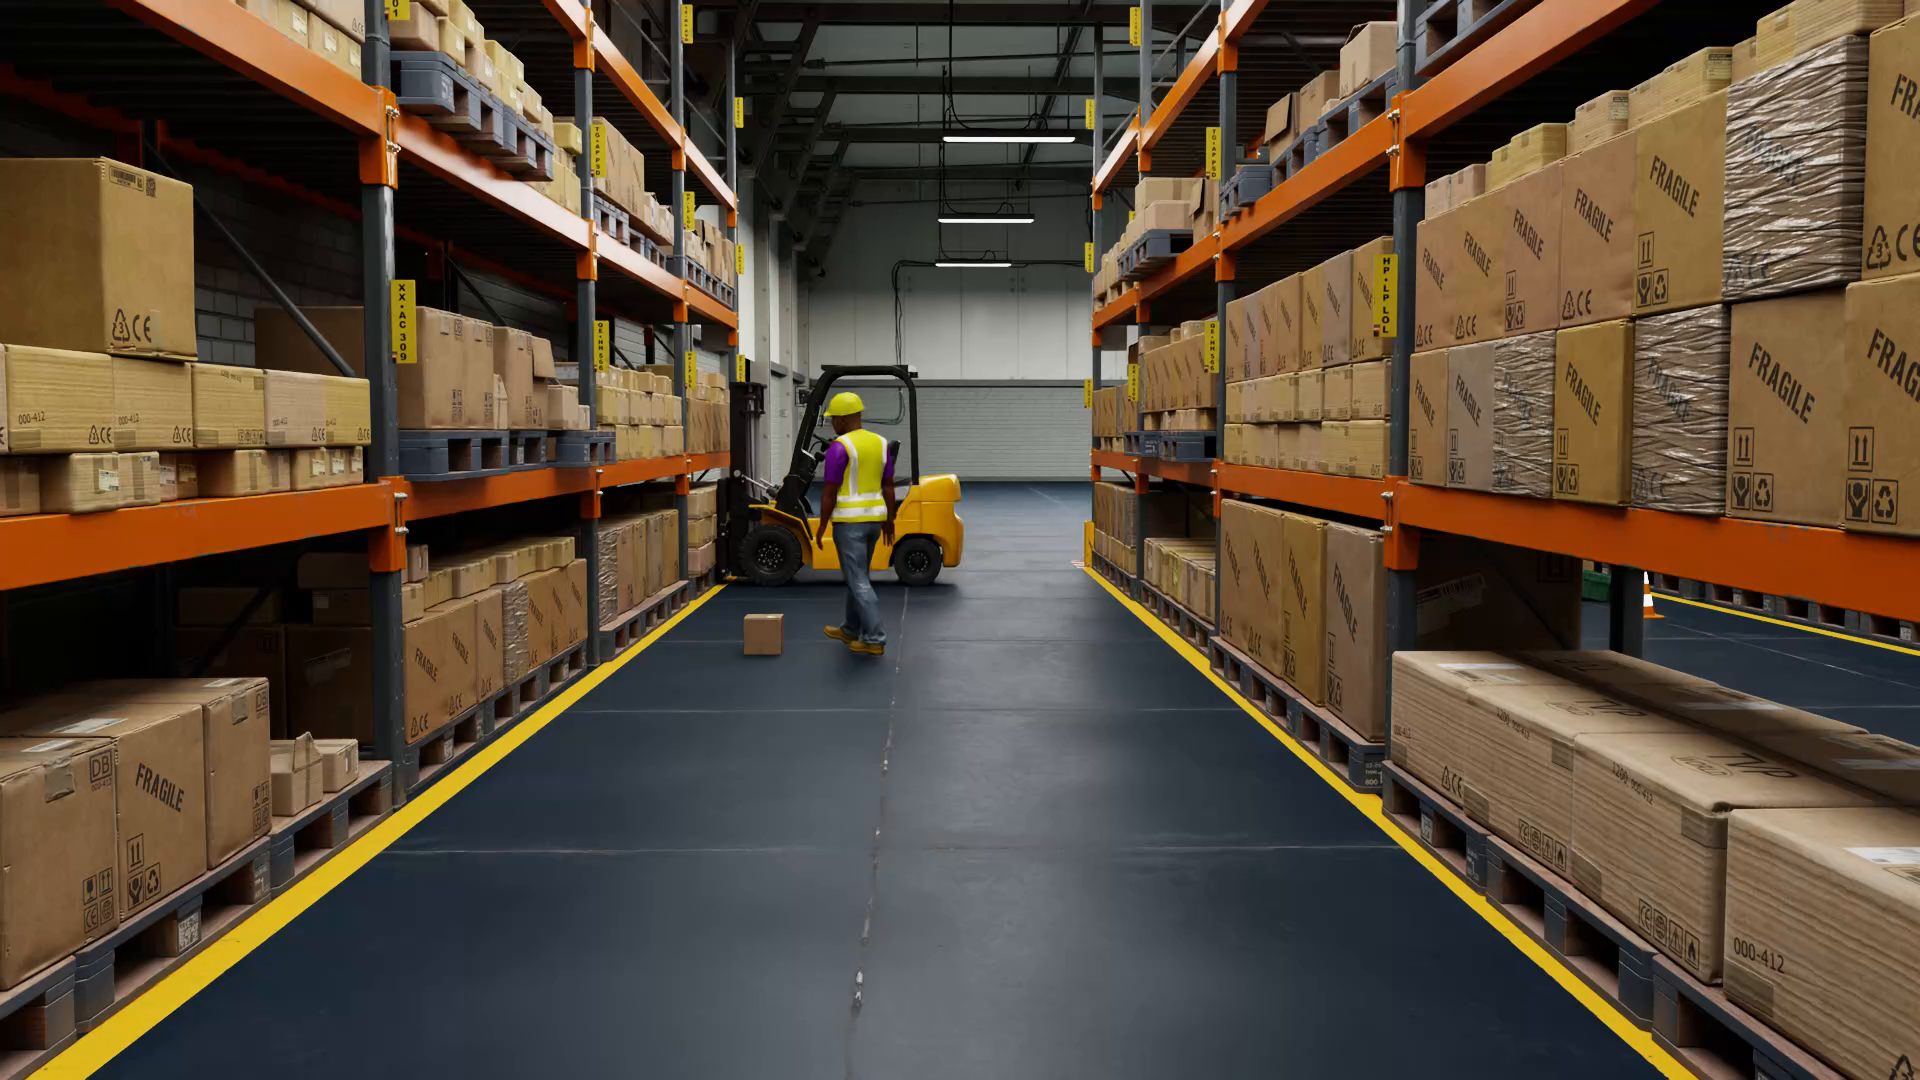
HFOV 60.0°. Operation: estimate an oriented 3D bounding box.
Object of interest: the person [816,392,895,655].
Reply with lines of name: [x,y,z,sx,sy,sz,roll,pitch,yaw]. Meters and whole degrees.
person: [-0.758,-0.125,11.271,0.782,1.743,0.614,3,5,36]
